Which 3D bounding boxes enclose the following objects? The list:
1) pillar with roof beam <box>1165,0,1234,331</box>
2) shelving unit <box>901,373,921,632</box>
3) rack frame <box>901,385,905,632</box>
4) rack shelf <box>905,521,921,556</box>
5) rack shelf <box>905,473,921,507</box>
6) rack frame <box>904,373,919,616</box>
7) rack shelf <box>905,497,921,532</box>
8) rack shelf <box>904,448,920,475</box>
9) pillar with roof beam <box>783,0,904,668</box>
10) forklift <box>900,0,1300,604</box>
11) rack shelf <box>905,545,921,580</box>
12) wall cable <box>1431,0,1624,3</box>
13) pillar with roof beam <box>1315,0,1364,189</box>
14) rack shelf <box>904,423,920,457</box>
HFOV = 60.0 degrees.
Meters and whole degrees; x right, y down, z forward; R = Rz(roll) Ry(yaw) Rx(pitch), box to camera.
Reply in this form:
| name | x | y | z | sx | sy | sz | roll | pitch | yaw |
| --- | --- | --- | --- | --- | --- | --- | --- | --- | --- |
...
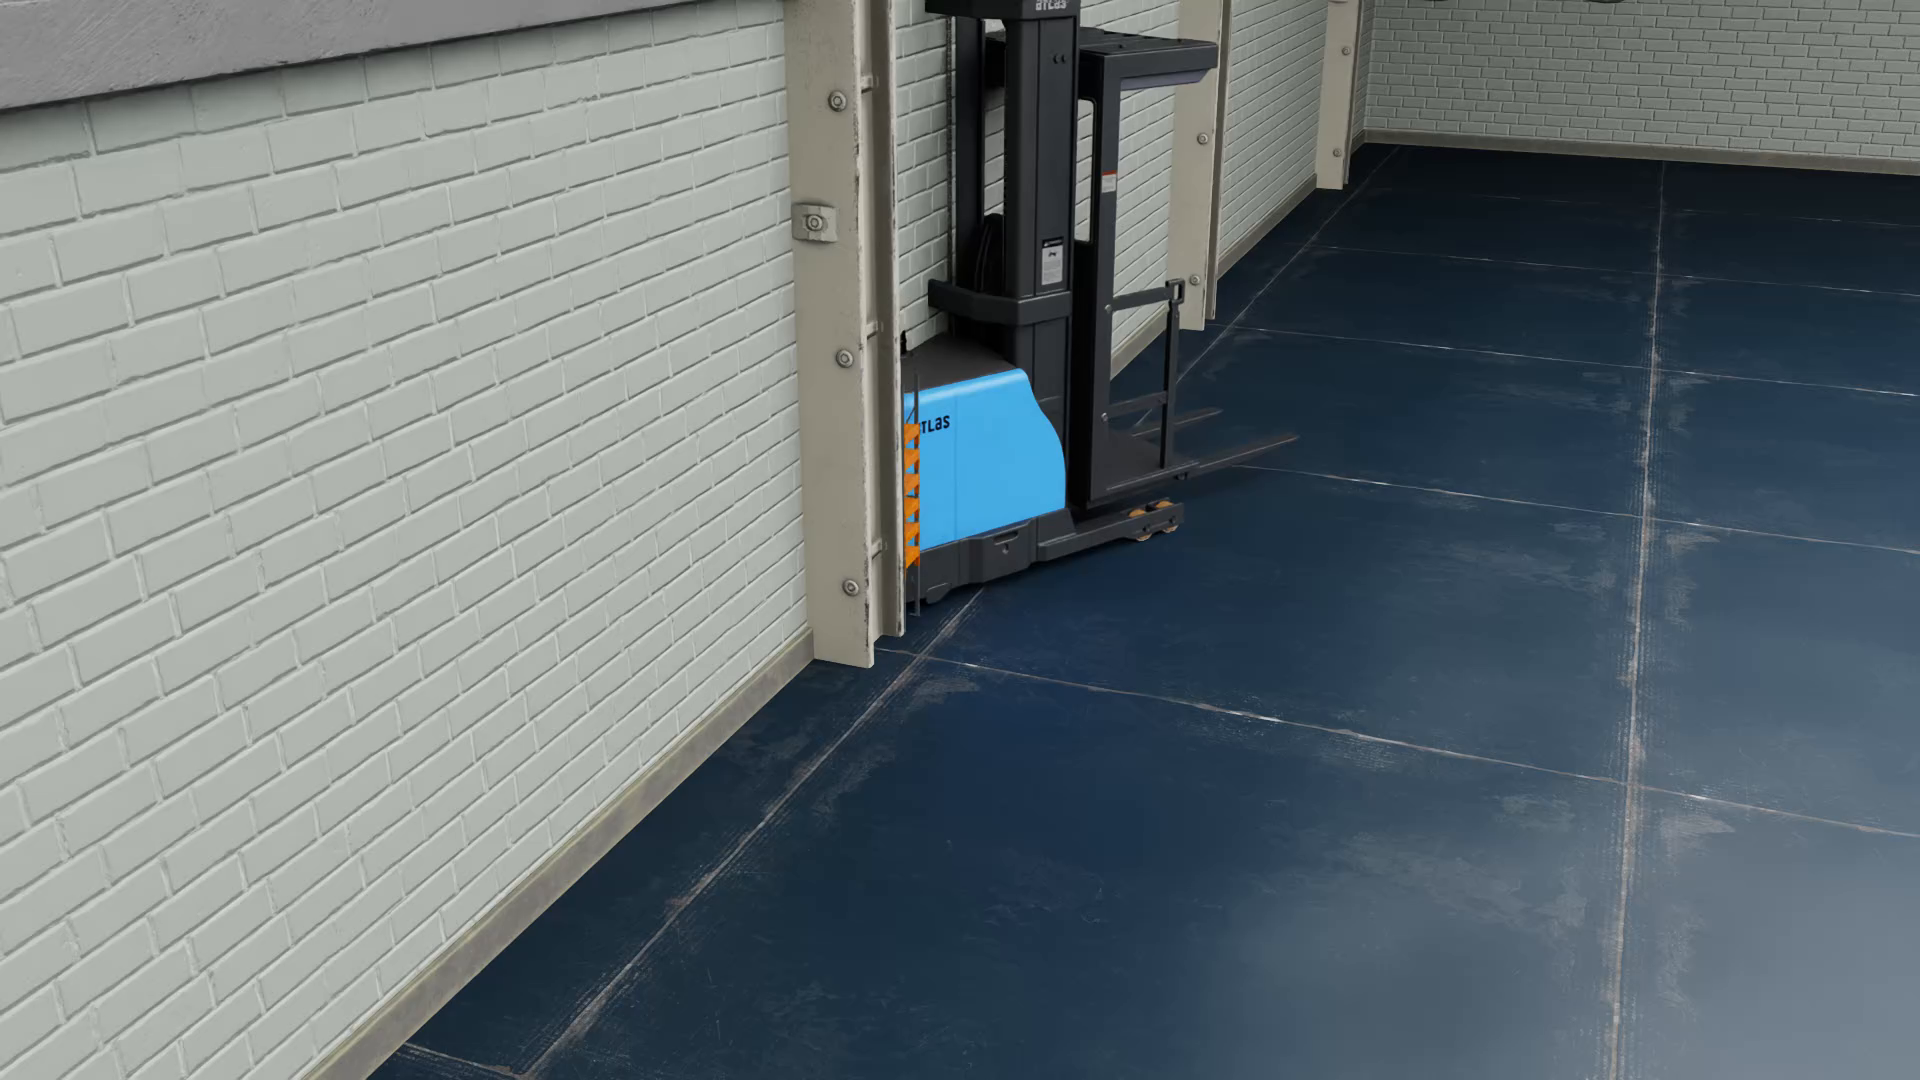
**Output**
| name | x | y | z | sx | sy | sz | roll | pitch | yaw |
| --- | --- | --- | --- | --- | --- | --- | --- | --- | --- |
| pillar with roof beam | 5.753 | -5.206 | 9.537 | 9.100 | 9.000 | 0.400 | 9 | 24 | 20 |
| shelving unit | -0.333 | -0.174 | 7.603 | 0.258 | 1.200 | 0.189 | 8 | 24 | 17 |
| rack frame | -0.363 | -0.140 | 7.523 | 0.240 | 1.200 | 0.006 | 8 | 24 | 17 |
| rack shelf | -0.334 | -0.023 | 7.667 | 0.258 | 0.103 | 0.180 | 8 | 24 | 17 |
| rack shelf | -0.332 | -0.243 | 7.573 | 0.258 | 0.103 | 0.180 | 8 | 24 | 17 |
| rack frame | -0.303 | -0.207 | 7.682 | 0.240 | 1.200 | 0.006 | 8 | 24 | 17 |
| rack shelf | -0.333 | -0.133 | 7.620 | 0.258 | 0.103 | 0.180 | 8 | 24 | 17 |
| rack shelf | -0.331 | -0.354 | 7.526 | 0.258 | 0.103 | 0.180 | 8 | 24 | 17 |
| pillar with roof beam | 3.524 | -3.058 | 4.397 | 9.100 | 9.000 | 0.400 | 9 | 24 | 20 |
| forklift | 0.568 | -1.489 | 8.512 | 3.031 | 2.935 | 1.130 | -17 | 28 | -35 |
| rack shelf | -0.335 | 0.088 | 7.714 | 0.258 | 0.103 | 0.180 | 8 | 24 | 17 |
| wall cable | 6.306 | -7.401 | 18.822 | 3.097 | 2.526 | 0.112 | 9 | 24 | 20 |
| pillar with roof beam | 7.981 | -7.353 | 14.677 | 9.100 | 9.000 | 0.400 | 9 | 24 | 20 |
| rack shelf | -0.330 | -0.464 | 7.479 | 0.258 | 0.103 | 0.180 | 8 | 24 | 17 |
